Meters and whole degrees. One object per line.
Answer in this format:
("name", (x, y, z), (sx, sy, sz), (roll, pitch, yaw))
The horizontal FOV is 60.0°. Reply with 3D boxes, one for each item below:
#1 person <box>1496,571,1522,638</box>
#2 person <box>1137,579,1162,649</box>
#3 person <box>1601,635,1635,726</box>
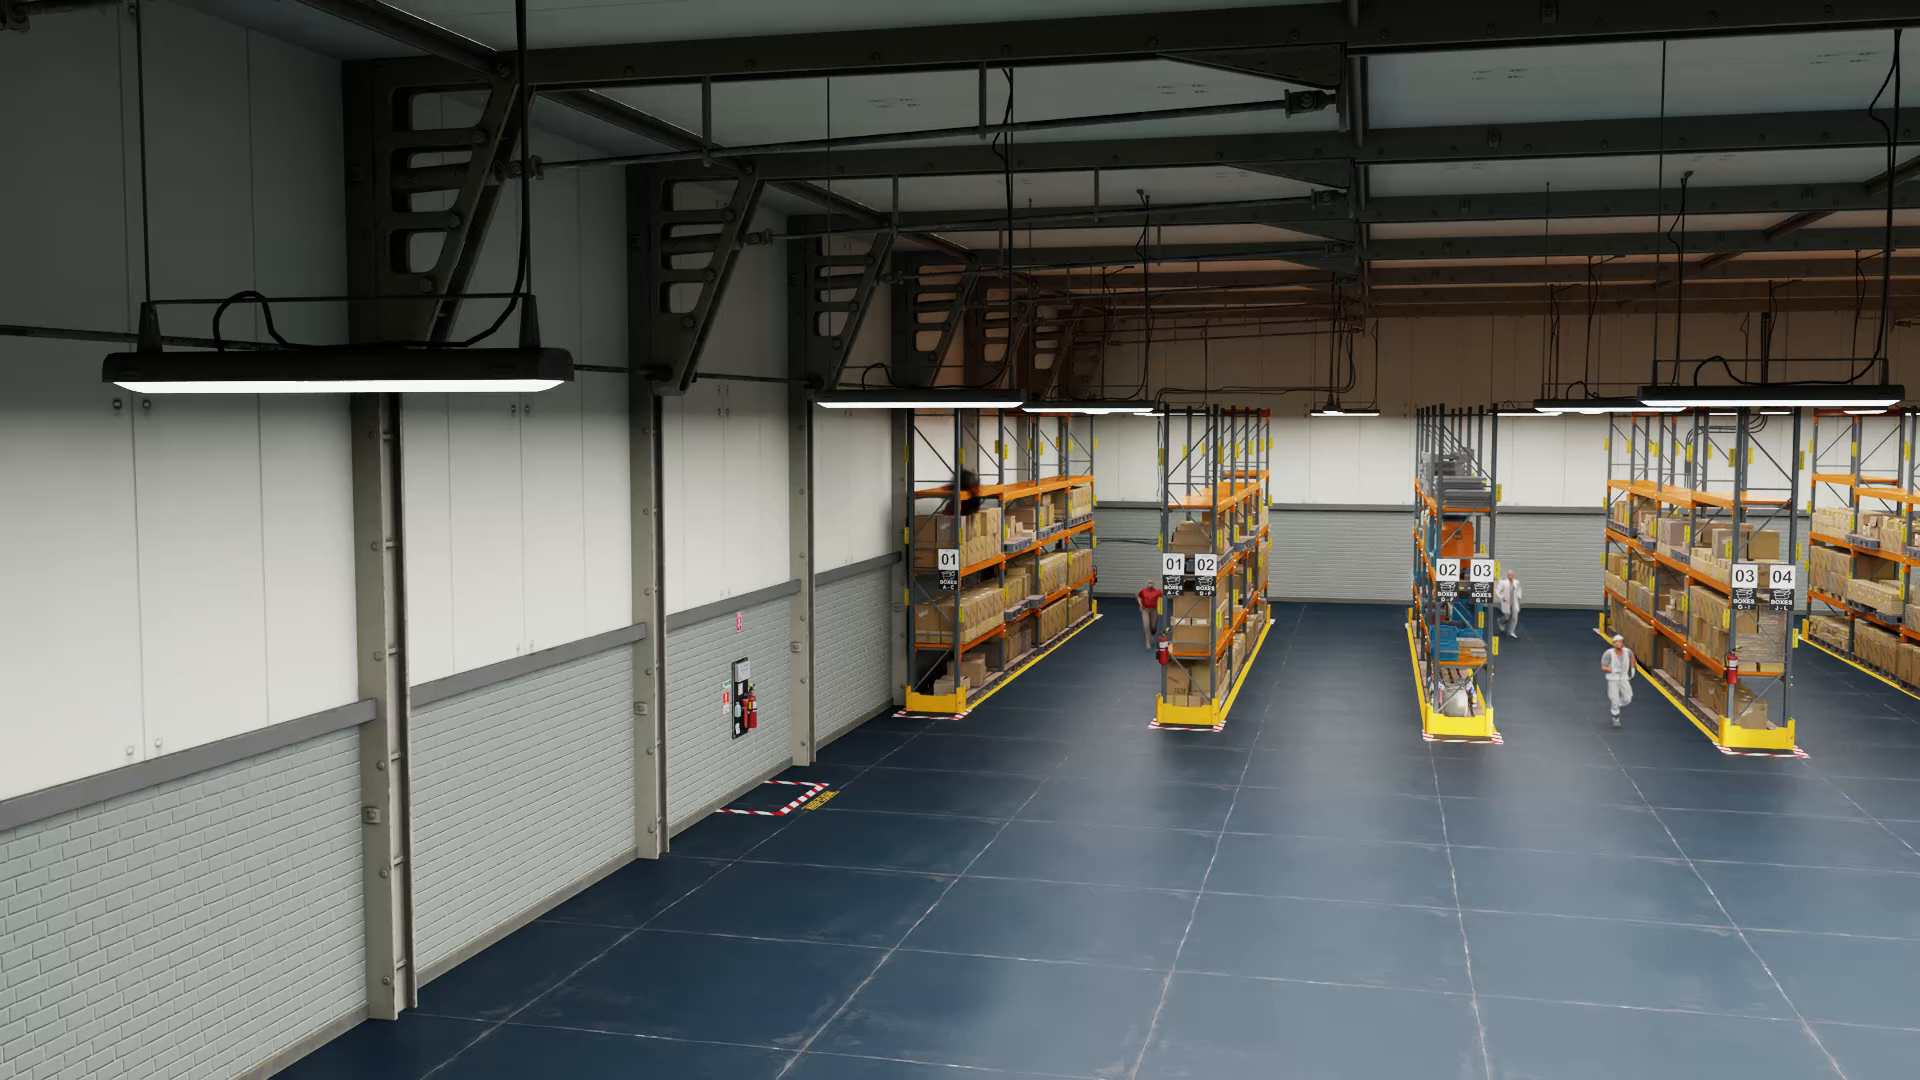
("person", (14.466, 1.671, 43.839), (0.709, 1.748, 0.848), (0, 4, -2))
("person", (4.782, 1.840, 41.806), (0.663, 1.730, 0.871), (1, 4, 9))
("person", (12.212, 2.611, 30.754), (0.707, 1.728, 0.657), (0, 4, 0))
